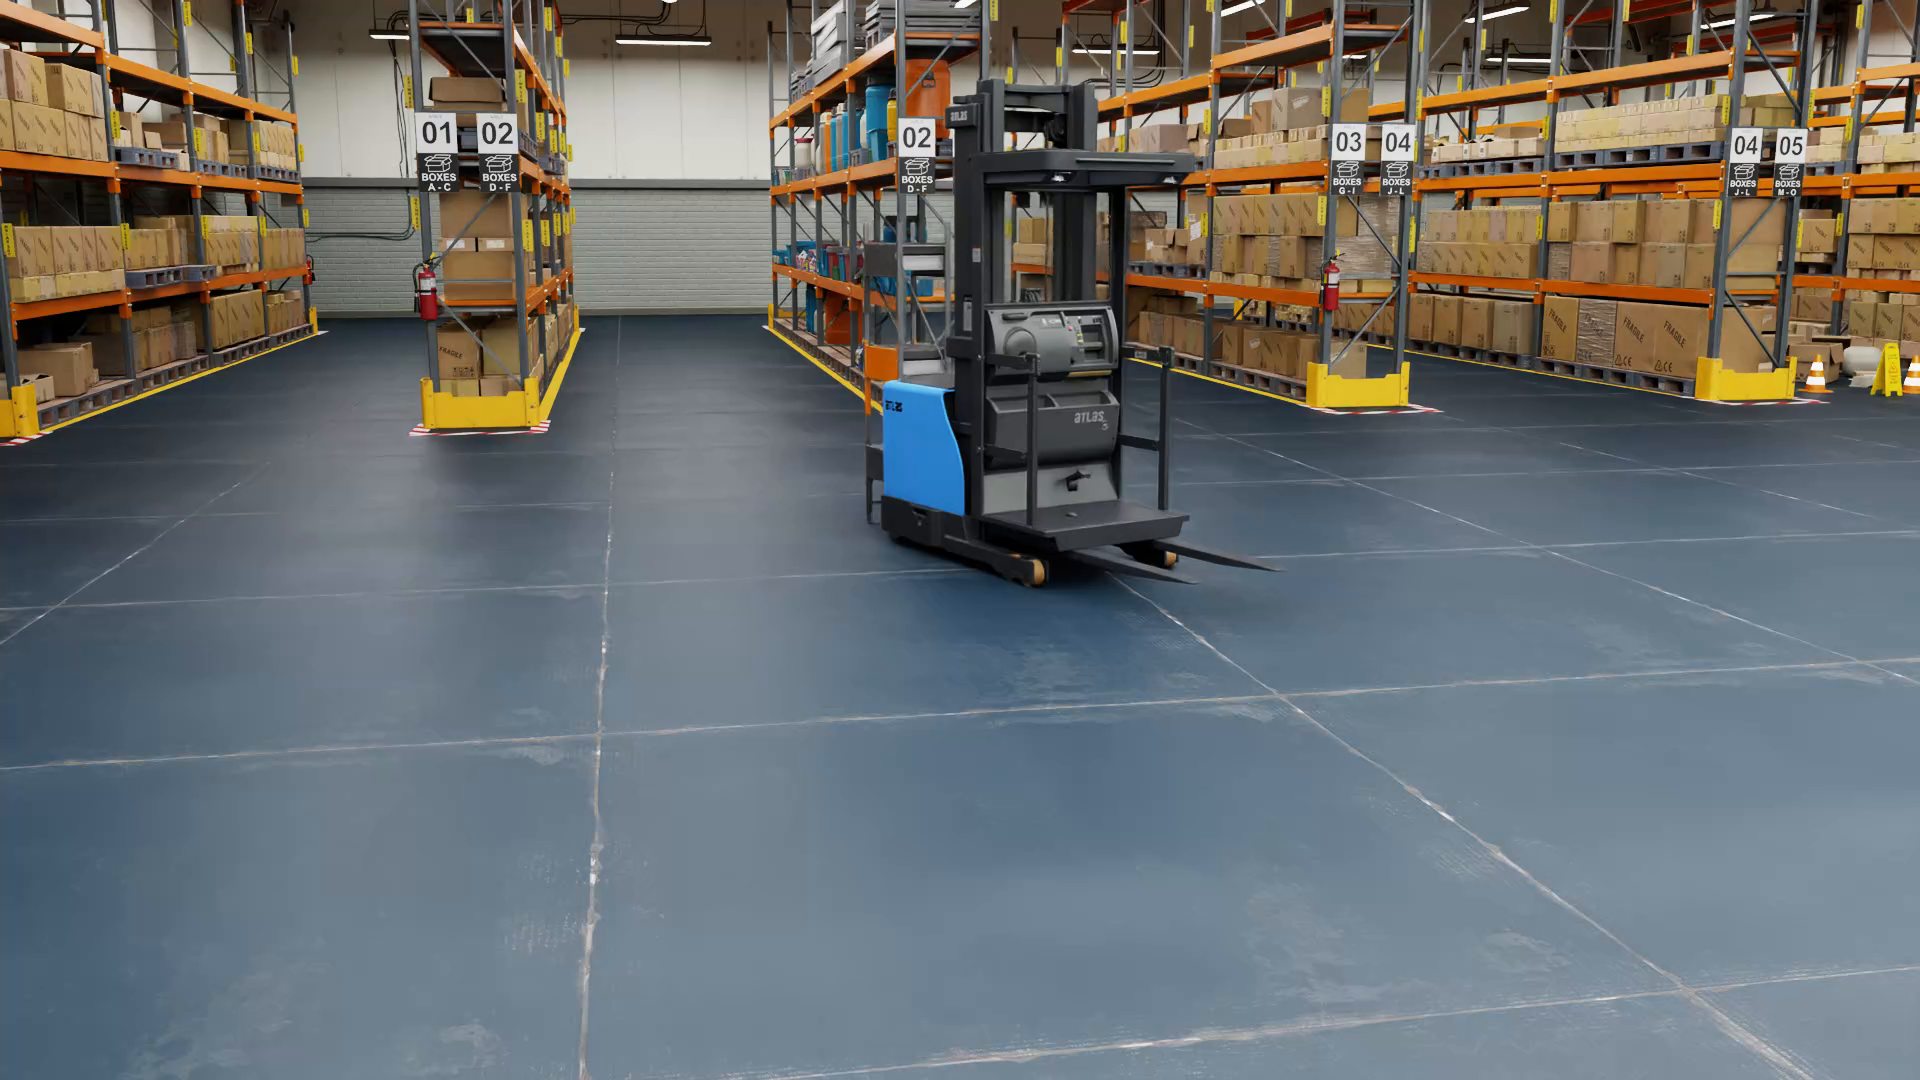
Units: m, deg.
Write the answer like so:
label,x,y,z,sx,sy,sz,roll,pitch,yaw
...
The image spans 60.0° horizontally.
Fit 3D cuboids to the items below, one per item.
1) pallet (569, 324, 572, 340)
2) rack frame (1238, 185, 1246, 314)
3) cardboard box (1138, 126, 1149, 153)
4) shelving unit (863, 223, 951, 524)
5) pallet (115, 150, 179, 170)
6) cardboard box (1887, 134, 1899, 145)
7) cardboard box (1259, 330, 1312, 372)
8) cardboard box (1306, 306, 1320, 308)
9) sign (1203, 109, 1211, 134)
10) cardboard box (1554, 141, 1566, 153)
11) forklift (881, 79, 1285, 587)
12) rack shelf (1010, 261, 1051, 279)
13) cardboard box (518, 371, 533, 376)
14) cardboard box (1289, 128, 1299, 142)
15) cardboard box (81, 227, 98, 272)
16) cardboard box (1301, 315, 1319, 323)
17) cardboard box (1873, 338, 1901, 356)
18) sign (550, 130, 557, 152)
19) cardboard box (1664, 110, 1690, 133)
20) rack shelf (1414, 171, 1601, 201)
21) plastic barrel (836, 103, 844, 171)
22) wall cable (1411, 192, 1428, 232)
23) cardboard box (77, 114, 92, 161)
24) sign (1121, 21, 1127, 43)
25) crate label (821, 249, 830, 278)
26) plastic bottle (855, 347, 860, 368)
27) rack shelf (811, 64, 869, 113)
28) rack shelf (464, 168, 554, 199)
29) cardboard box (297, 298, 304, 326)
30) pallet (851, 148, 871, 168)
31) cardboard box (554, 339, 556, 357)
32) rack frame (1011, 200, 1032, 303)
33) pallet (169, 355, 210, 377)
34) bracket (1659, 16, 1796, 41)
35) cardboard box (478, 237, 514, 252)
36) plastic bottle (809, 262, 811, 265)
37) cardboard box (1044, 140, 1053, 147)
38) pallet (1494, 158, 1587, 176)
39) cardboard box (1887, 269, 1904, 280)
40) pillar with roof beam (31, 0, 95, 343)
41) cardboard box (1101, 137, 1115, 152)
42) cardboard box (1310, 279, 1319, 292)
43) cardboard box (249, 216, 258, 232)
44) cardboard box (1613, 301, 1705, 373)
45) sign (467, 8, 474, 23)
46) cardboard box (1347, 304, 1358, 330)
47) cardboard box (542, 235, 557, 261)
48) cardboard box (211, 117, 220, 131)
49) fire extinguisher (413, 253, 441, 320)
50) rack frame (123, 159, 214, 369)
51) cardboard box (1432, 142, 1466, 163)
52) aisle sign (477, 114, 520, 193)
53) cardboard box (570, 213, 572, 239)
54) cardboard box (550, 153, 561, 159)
label,x,y,z,sx,sy,sz,roll,pitch,yaw
pallet,-7.751,-3.868,30.954,1.003,0.211,1.213,-2,11,-11
rack frame,6.448,-6.143,35.447,1.000,3.000,0.127,-2,11,-11
cardboard box,3.053,-6.093,25.560,0.500,0.500,0.500,-2,11,-11
shelving unit,-0.364,-1.126,11.494,0.431,2.100,0.503,-6,12,-30
pallet,-10.900,-4.928,21.545,1.213,0.211,1.003,-2,11,-11
cardboard box,13.480,-5.717,23.728,0.380,0.149,0.250,-2,11,-13
cardboard box,4.252,-2.468,21.701,0.500,0.500,0.500,-3,11,-16
cardboard box,6.901,-4.563,32.057,0.380,0.149,0.250,-2,11,-9
sign,3.353,-5.680,22.558,0.100,0.325,0.005,-2,11,-11
cardboard box,8.519,-5.468,23.162,0.380,0.149,0.250,-2,11,-12
forklift,0.692,-1.265,10.001,1.130,2.935,3.031,-7,13,-32
rack shelf,1.952,-5.261,32.737,1.077,0.370,4.000,-2,11,-11
cardboard box,-5.030,-1.740,18.548,0.500,0.250,0.500,-2,11,-11
cardboard box,4.146,-4.825,19.836,0.380,0.149,0.250,-2,11,-11
cardboard box,-10.094,-3.284,18.773,0.500,0.500,0.500,-2,11,-13
cardboard box,6.815,-4.274,32.133,0.380,0.149,0.250,-2,11,-10
cardboard box,13.582,-2.780,24.012,0.500,0.250,0.500,-1,11,-8
sign,-6.053,-5.939,24.761,0.100,0.325,0.005,-2,11,-11
cardboard box,9.094,-5.181,20.587,0.500,0.250,0.500,-2,11,-11
rack shelf,8.392,-5.429,25.598,1.077,0.370,4.000,-2,11,-11
plastic barrel,-1.401,-5.525,22.839,0.600,0.901,0.600,0,11,0
wall cable,11.553,-7.927,42.106,0.588,1.984,0.122,-2,11,-11
cardboard box,-10.253,-4.595,18.973,0.500,0.500,0.500,-3,11,-16
sign,2.575,-7.976,26.115,0.100,0.325,0.005,-2,11,-11
crate label,-1.812,-4.159,24.929,0.502,0.435,0.616,-2,11,-11
plastic bottle,-1.330,-2.401,21.910,0.097,0.271,0.097,0,11,0
rack shelf,-1.351,-6.364,23.558,1.077,0.370,4.000,-2,11,-11
rack shelf,-6.210,-4.907,22.858,1.077,0.370,4.000,-2,11,-11
cardboard box,-12.779,-4.294,31.297,0.700,0.500,0.500,-2,11,-11
pallet,-0.726,-4.852,21.148,1.213,0.211,1.003,-2,11,-11
cardboard box,-6.059,-2.735,23.775,0.500,0.250,0.500,-2,11,-10
rack frame,1.563,-5.981,34.597,1.000,3.000,0.127,-2,11,-11
pallet,-11.307,-2.460,23.556,1.003,0.211,1.213,-2,11,-11
bracket,16.748,-11.200,36.348,0.076,0.066,4.783,-2,11,-11
cardboard box,-4.908,-3.134,17.639,0.380,0.149,0.250,-2,11,-11
plastic bottle,-2.419,-4.484,27.262,0.097,0.201,0.097,0,11,0
cardboard box,1.946,-7.756,32.240,0.500,0.250,0.500,-2,11,-13
pallet,8.555,-5.488,24.495,0.805,0.209,1.217,-3,11,-13
cardboard box,13.559,-3.809,23.857,0.380,0.149,0.250,-2,11,-9
pillar with roof beam,-7.830,-6.807,22.892,9.100,9.000,0.400,-2,11,-11
cardboard box,2.675,-6.507,27.948,0.500,0.500,0.500,-2,11,-8
cardboard box,4.369,-3.013,19.679,0.380,0.149,0.250,-2,11,-11
cardboard box,-11.894,-5.204,27.393,0.500,0.250,0.500,-2,11,-10
cardboard box,9.190,-2.654,21.677,0.875,0.875,0.875,-2,11,-12
sign,-7.130,-7.577,24.230,0.100,0.325,0.005,-2,11,-11
cardboard box,7.329,-4.050,30.013,0.500,0.500,0.500,-2,11,-10
cardboard box,-6.823,-4.695,26.453,0.700,0.500,0.500,0,11,0
cardboard box,-12.193,-6.648,26.629,0.500,0.250,0.500,-1,11,-7
fire extinguisher,-5.476,-2.610,17.094,0.296,0.674,0.183,-2,11,-11
rack frame,-11.458,-3.973,24.049,1.000,3.000,0.127,-2,11,-11
cardboard box,7.929,-6.220,26.678,0.500,0.311,0.500,-2,11,-11
aisle sign,-4.730,-3.963,17.042,0.394,0.787,0.004,-2,11,-11
cardboard box,-7.799,-6.090,32.228,0.500,0.500,0.500,-2,11,-12
cardboard box,-7.228,-6.631,29.056,0.500,0.250,0.500,-2,11,-11
